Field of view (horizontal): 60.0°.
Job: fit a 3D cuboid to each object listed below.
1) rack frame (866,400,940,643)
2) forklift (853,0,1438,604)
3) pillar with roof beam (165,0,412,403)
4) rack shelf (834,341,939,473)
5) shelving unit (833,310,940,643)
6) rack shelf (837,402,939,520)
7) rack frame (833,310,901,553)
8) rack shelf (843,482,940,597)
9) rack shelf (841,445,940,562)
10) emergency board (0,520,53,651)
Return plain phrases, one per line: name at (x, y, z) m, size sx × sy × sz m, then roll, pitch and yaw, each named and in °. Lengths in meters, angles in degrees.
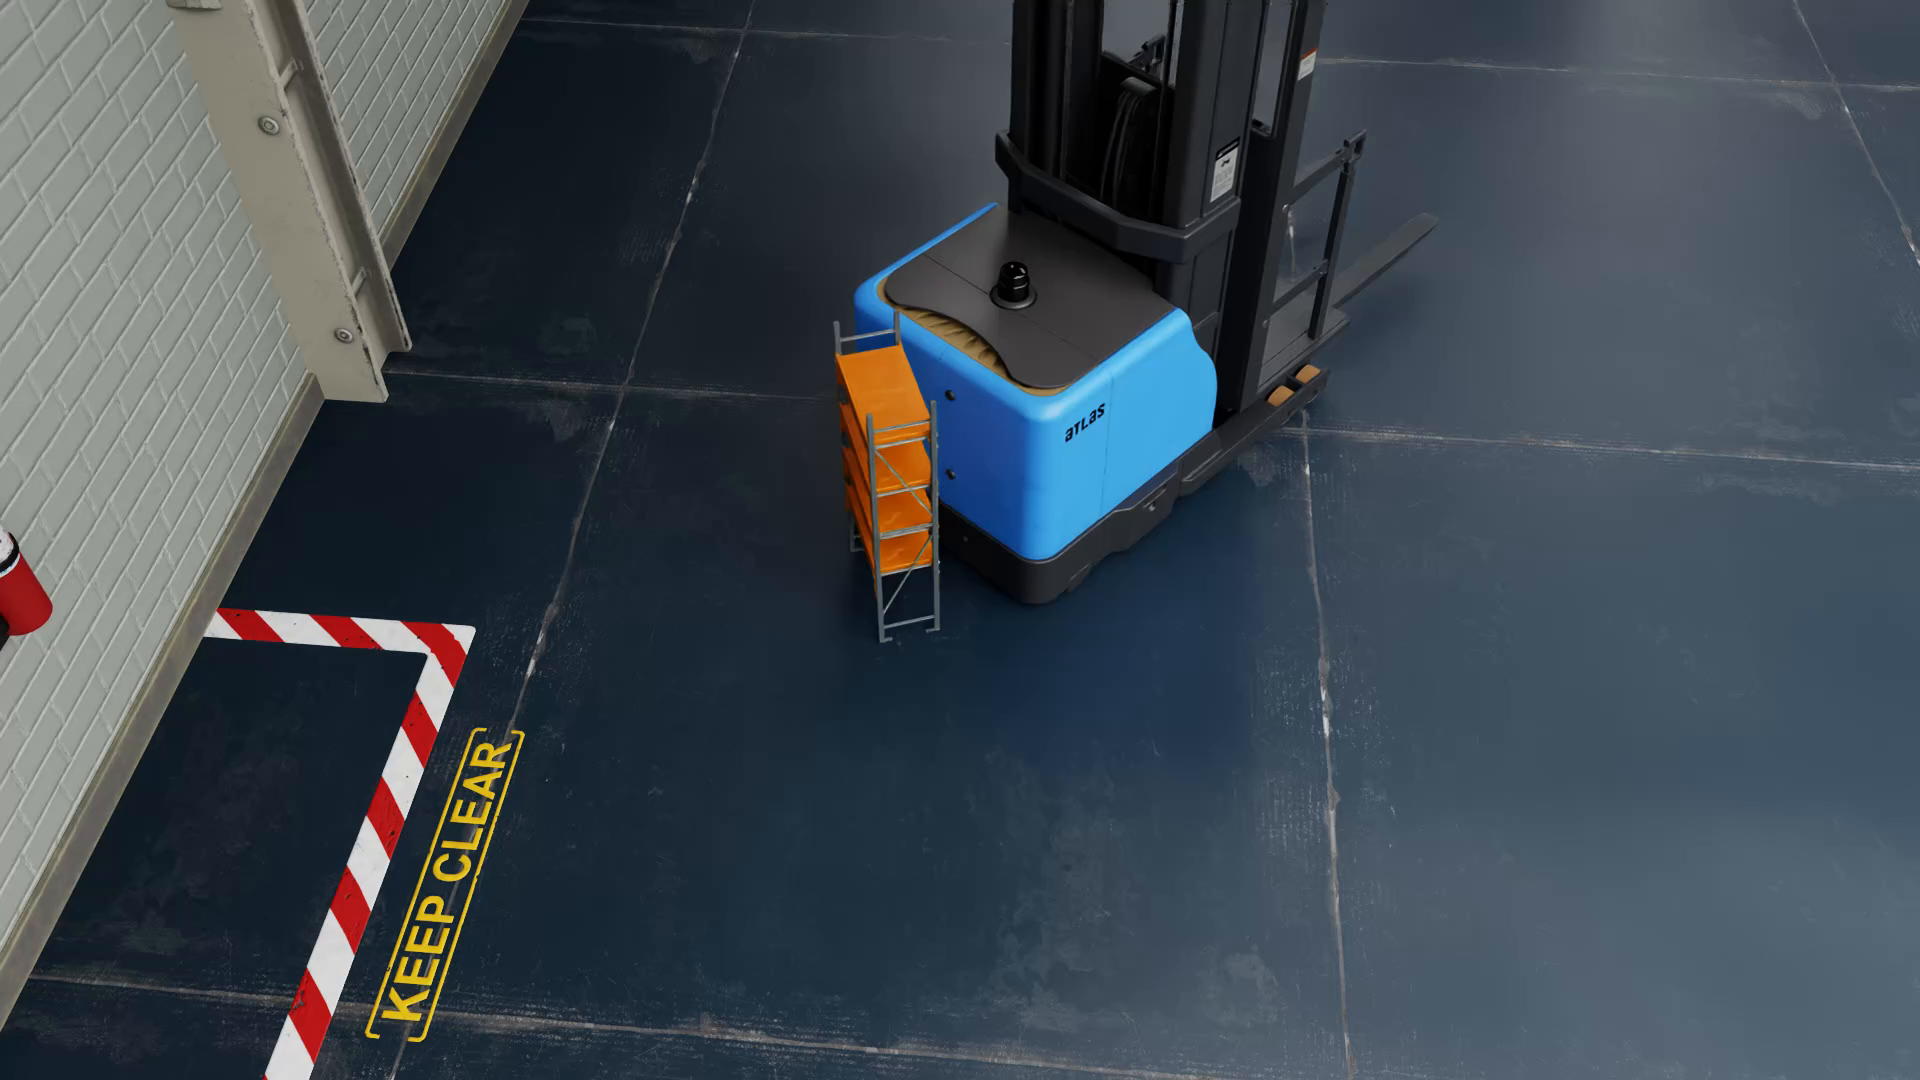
rack frame at (-0.196, -0.036, 5.995) m, size 0.240 × 1.200 × 0.015 m, roll -12°, pitch 49°, yaw -11°
forklift at (0.972, -1.730, 6.372) m, size 1.130 × 2.935 × 3.031 m, roll 36°, pitch 57°, yaw 28°
pillar with roof beam at (1.616, -3.509, 3.887) m, size 9.100 × 9.000 × 0.400 m, roll 4°, pitch 48°, yaw 4°
rack shelf at (-0.263, -0.474, 5.864) m, size 0.258 × 0.148 × 0.480 m, roll -12°, pitch 49°, yaw -11°
shelving unit at (-0.263, -0.209, 6.154) m, size 0.258 × 1.200 × 0.503 m, roll -12°, pitch 49°, yaw -11°
rack shelf at (-0.263, -0.314, 6.038) m, size 0.258 × 0.148 × 0.480 m, roll -12°, pitch 49°, yaw -11°
rack frame at (-0.330, -0.382, 6.312) m, size 0.240 × 1.200 × 0.015 m, roll -12°, pitch 49°, yaw -11°
rack shelf at (-0.263, -0.029, 6.350) m, size 0.258 × 0.148 × 0.480 m, roll -12°, pitch 49°, yaw -11°
rack shelf at (-0.263, -0.163, 6.203) m, size 0.258 × 0.148 × 0.480 m, roll -12°, pitch 49°, yaw -11°
emergency board at (-2.934, 0.039, 4.707) m, size 0.194 × 1.169 × 0.643 m, roll 4°, pitch 48°, yaw 4°
